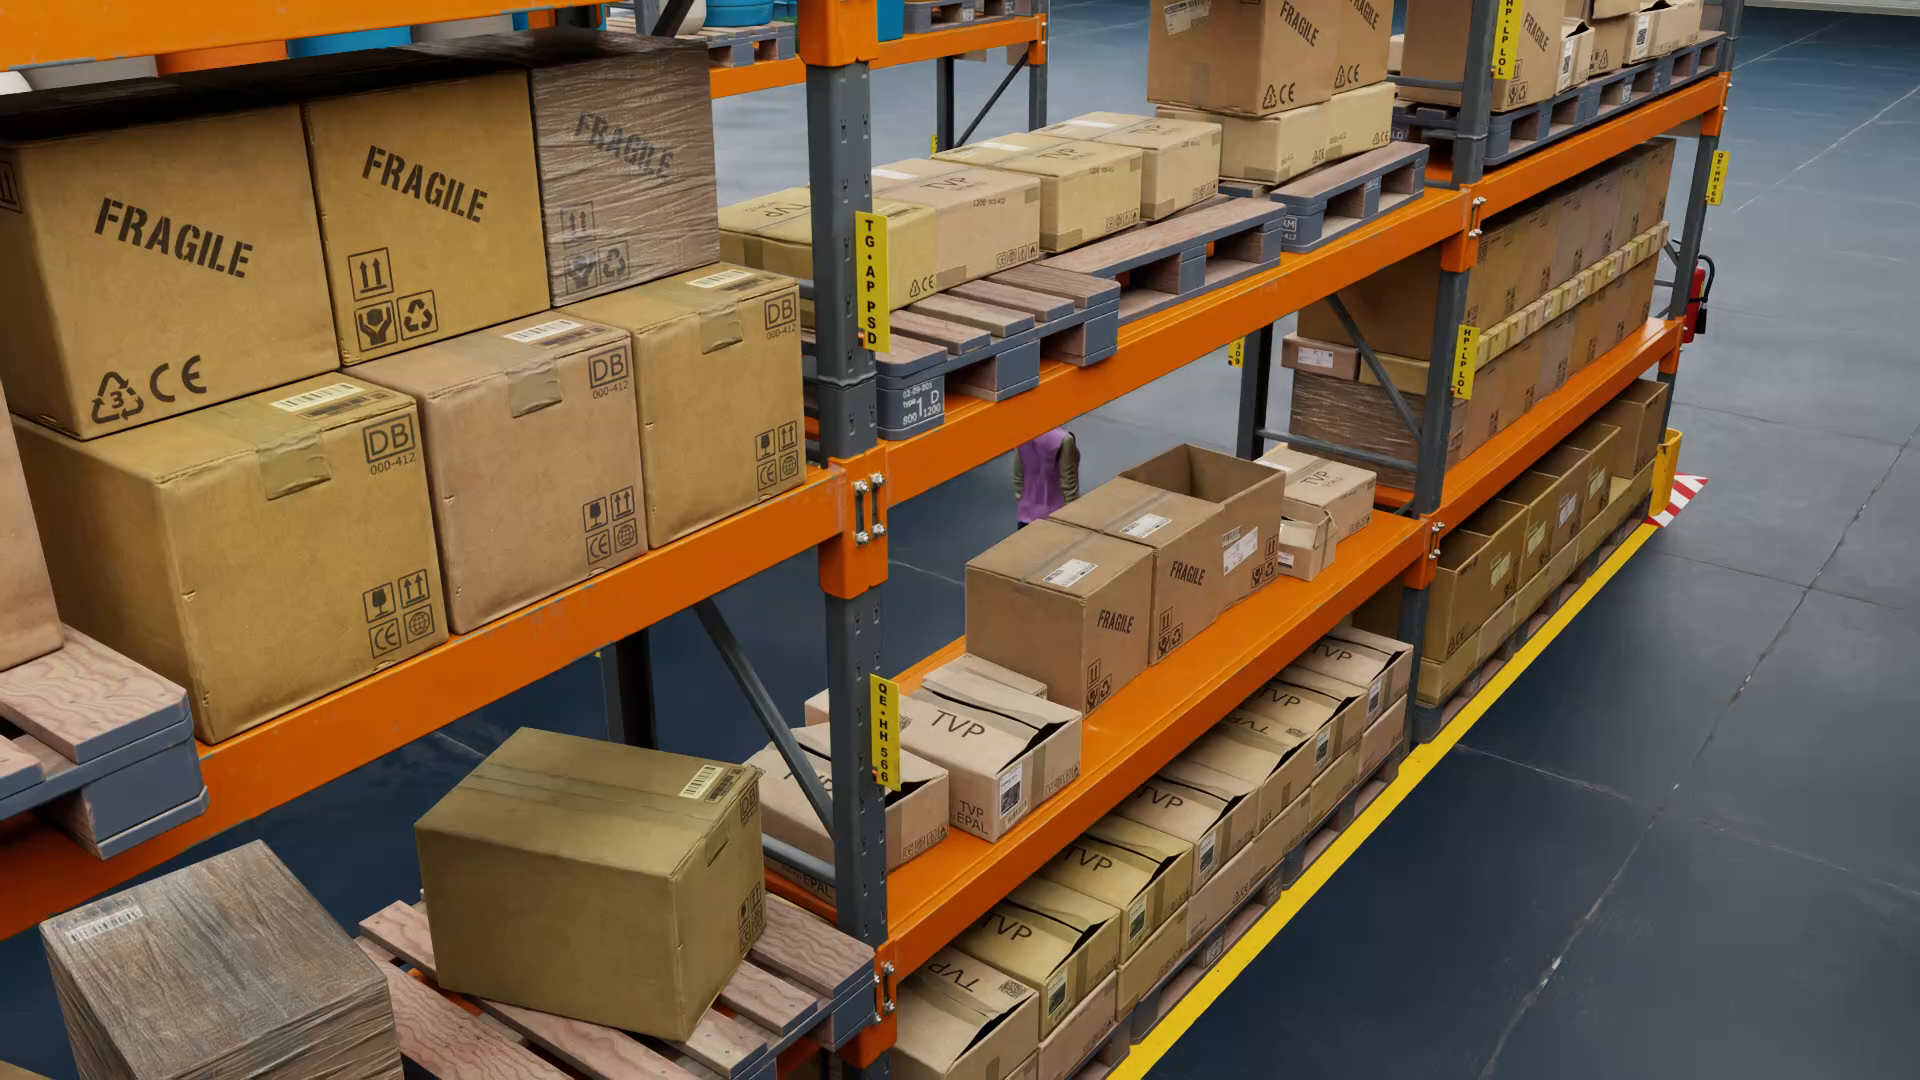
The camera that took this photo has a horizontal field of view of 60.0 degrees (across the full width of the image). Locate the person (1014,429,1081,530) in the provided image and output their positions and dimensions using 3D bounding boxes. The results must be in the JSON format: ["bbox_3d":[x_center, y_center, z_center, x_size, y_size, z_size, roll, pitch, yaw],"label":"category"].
[{"bbox_3d":[0.454,-0.080,8.798,0.405,1.596,0.304,20,31,37],"label":"person"}]
